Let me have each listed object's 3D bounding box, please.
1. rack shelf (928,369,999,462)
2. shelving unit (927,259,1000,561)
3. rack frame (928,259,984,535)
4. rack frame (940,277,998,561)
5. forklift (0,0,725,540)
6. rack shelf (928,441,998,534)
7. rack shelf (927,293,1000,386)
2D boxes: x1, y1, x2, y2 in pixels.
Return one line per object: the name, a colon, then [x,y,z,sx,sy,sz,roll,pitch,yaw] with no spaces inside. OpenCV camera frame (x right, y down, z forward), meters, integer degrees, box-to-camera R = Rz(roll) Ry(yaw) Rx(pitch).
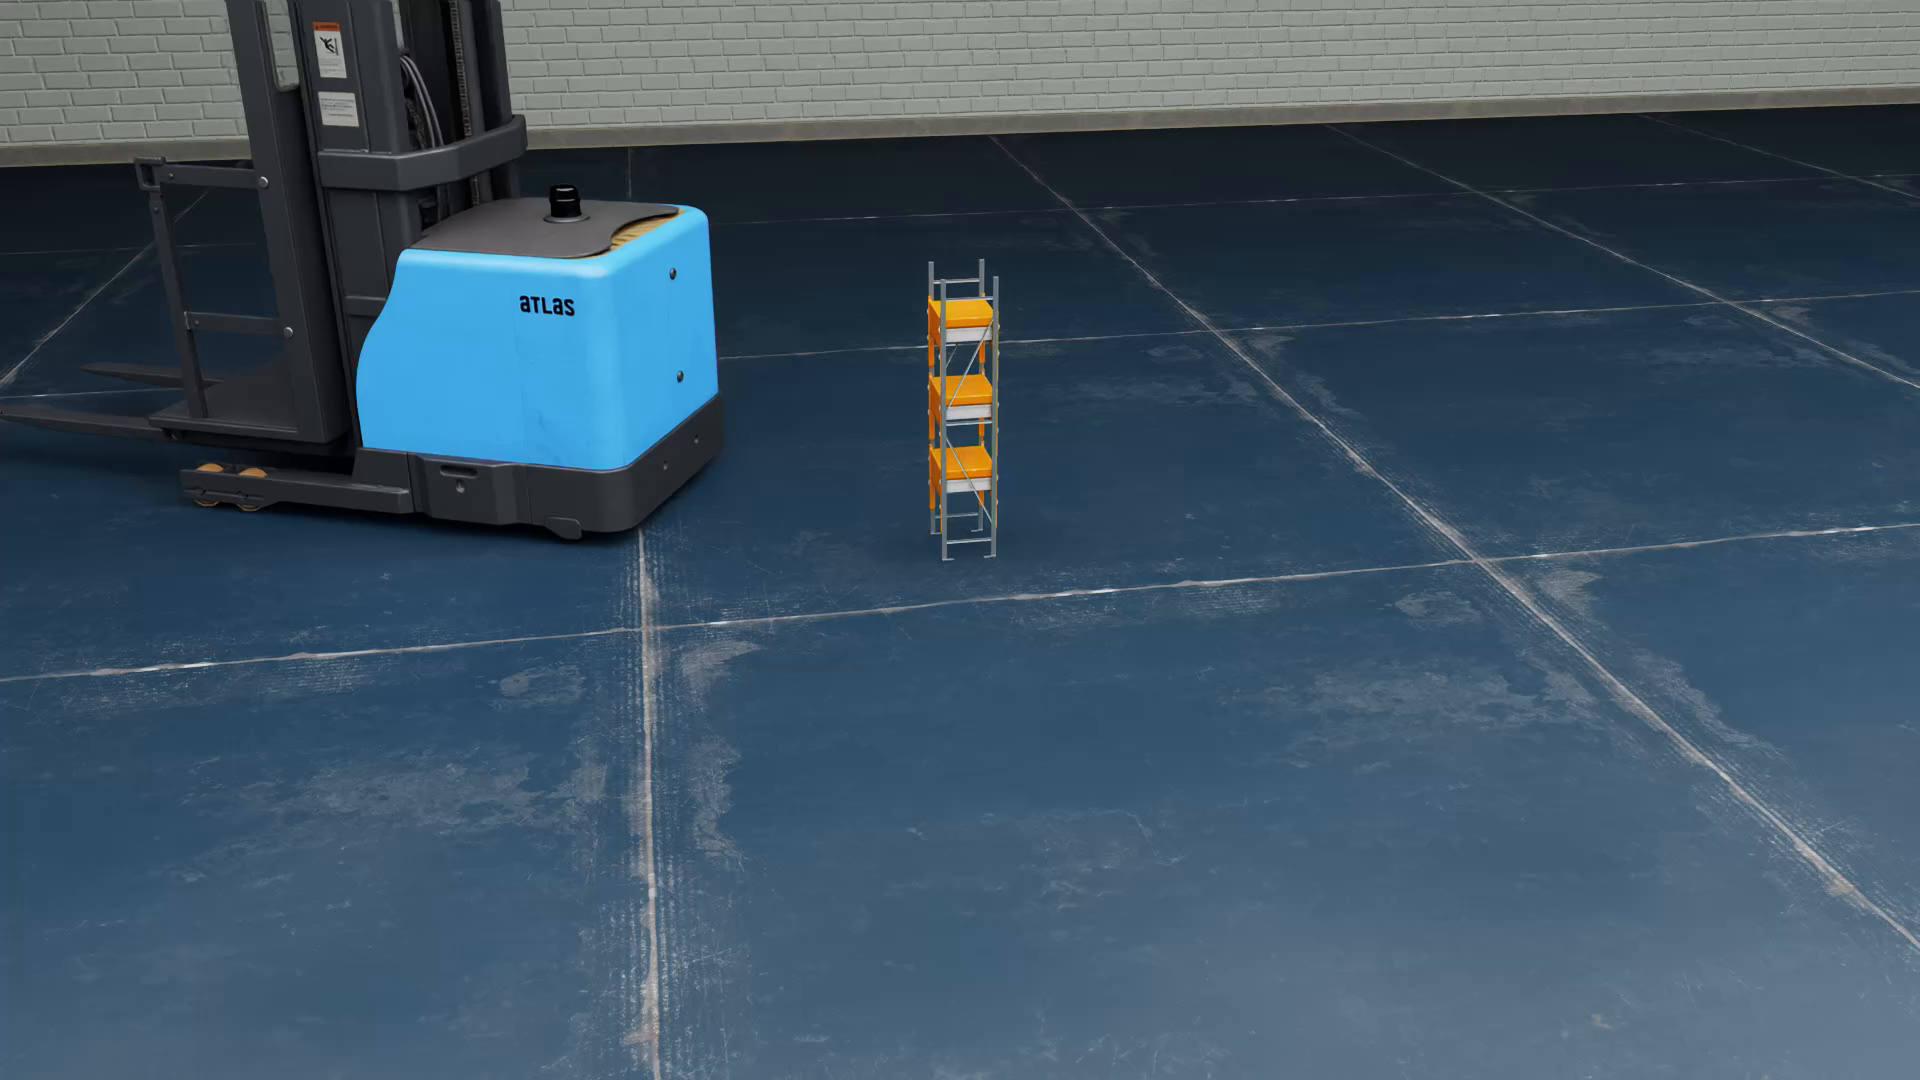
rack shelf: [0.010,-0.450,5.996,0.215,0.259,0.240,-4,24,-10]
shelving unit: [0.010,-0.460,5.992,0.215,1.050,0.252,-4,24,-10]
rack frame: [-0.013,-0.508,6.102,0.200,1.050,0.008,-4,24,-10]
rack frame: [0.032,-0.412,5.882,0.200,1.050,0.008,-4,24,-10]
forklift: [-2.559,-1.651,6.369,3.031,2.935,1.130,6,24,13]
rack shelf: [0.010,-0.196,6.107,0.215,0.259,0.240,-4,24,-10]
rack shelf: [0.010,-0.710,5.882,0.215,0.259,0.240,-4,24,-10]
